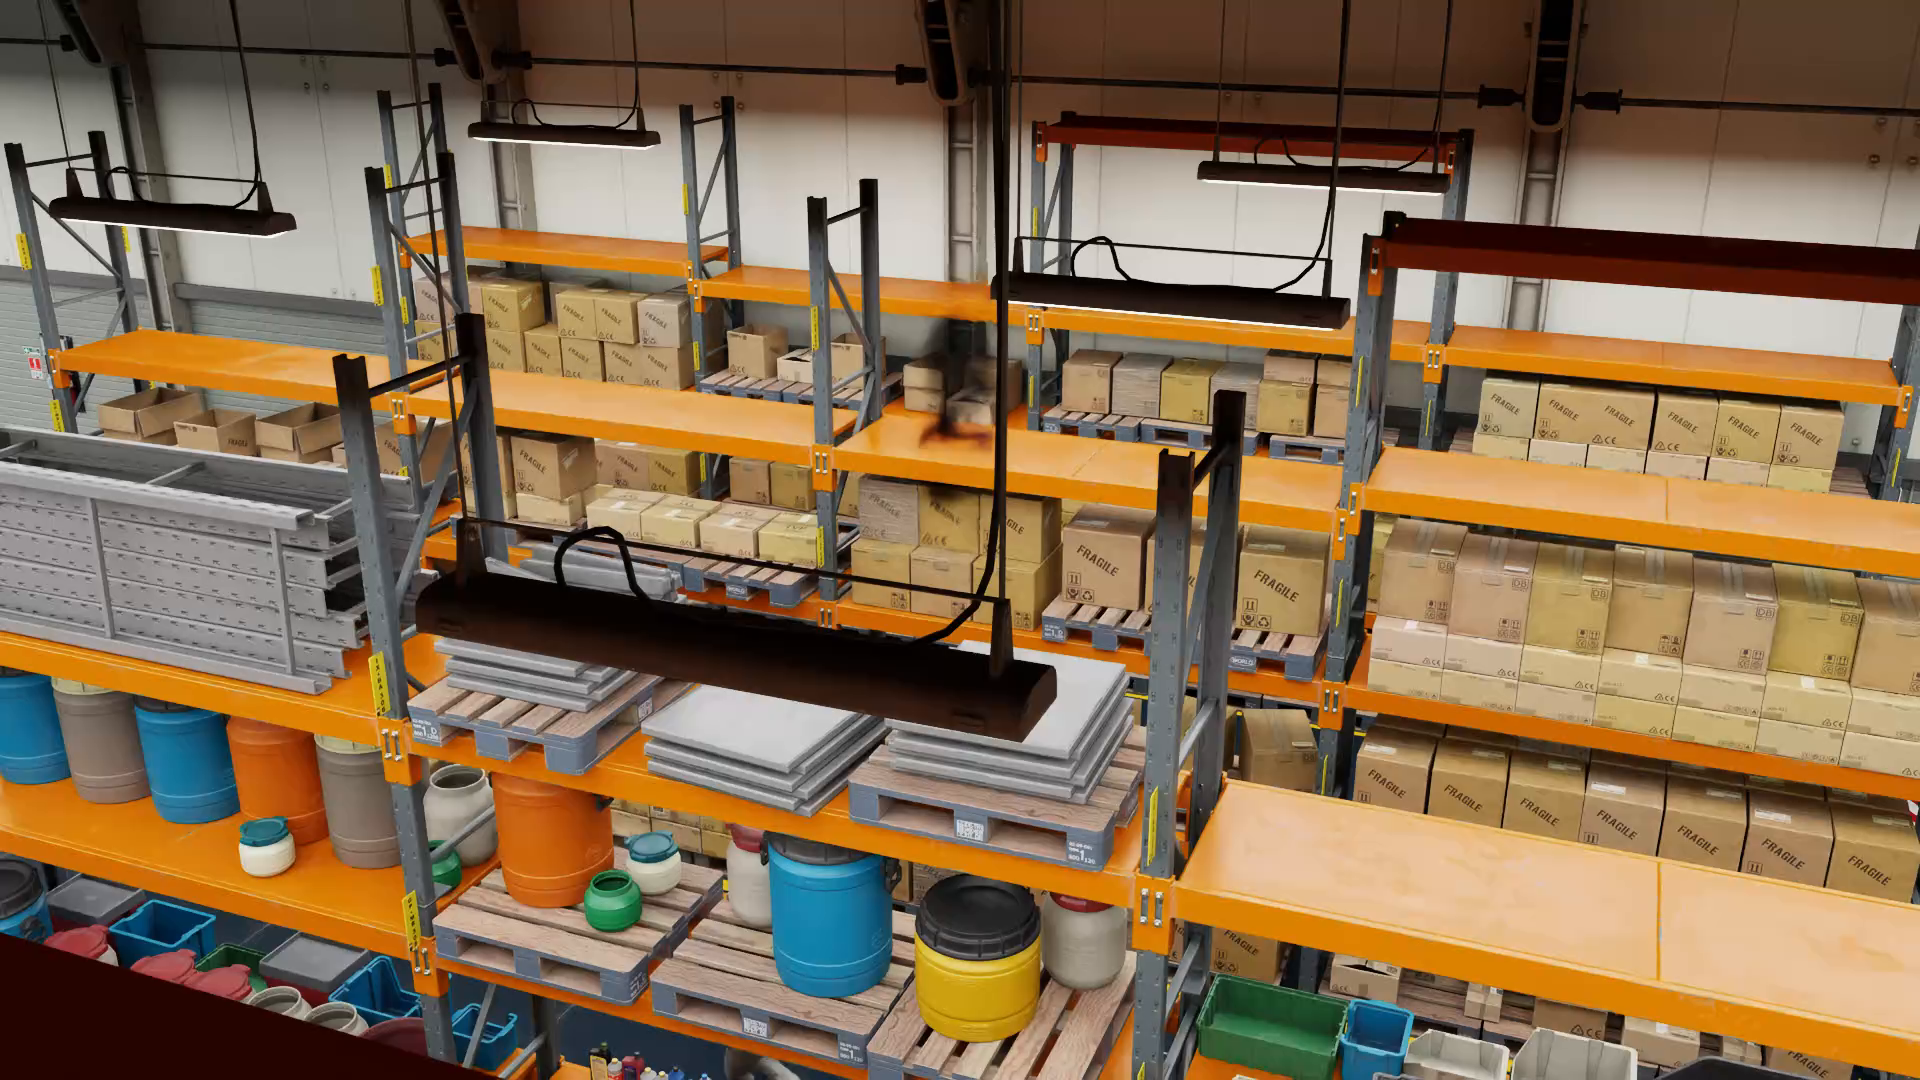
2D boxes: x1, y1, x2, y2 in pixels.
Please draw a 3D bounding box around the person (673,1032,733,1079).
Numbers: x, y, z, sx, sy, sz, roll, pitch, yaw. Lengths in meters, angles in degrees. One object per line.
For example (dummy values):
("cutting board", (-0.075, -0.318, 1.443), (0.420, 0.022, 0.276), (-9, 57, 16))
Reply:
("person", (-1.826, 3.261, 11.506), (0.815, 1.724, 0.592), (9, 23, 22))
